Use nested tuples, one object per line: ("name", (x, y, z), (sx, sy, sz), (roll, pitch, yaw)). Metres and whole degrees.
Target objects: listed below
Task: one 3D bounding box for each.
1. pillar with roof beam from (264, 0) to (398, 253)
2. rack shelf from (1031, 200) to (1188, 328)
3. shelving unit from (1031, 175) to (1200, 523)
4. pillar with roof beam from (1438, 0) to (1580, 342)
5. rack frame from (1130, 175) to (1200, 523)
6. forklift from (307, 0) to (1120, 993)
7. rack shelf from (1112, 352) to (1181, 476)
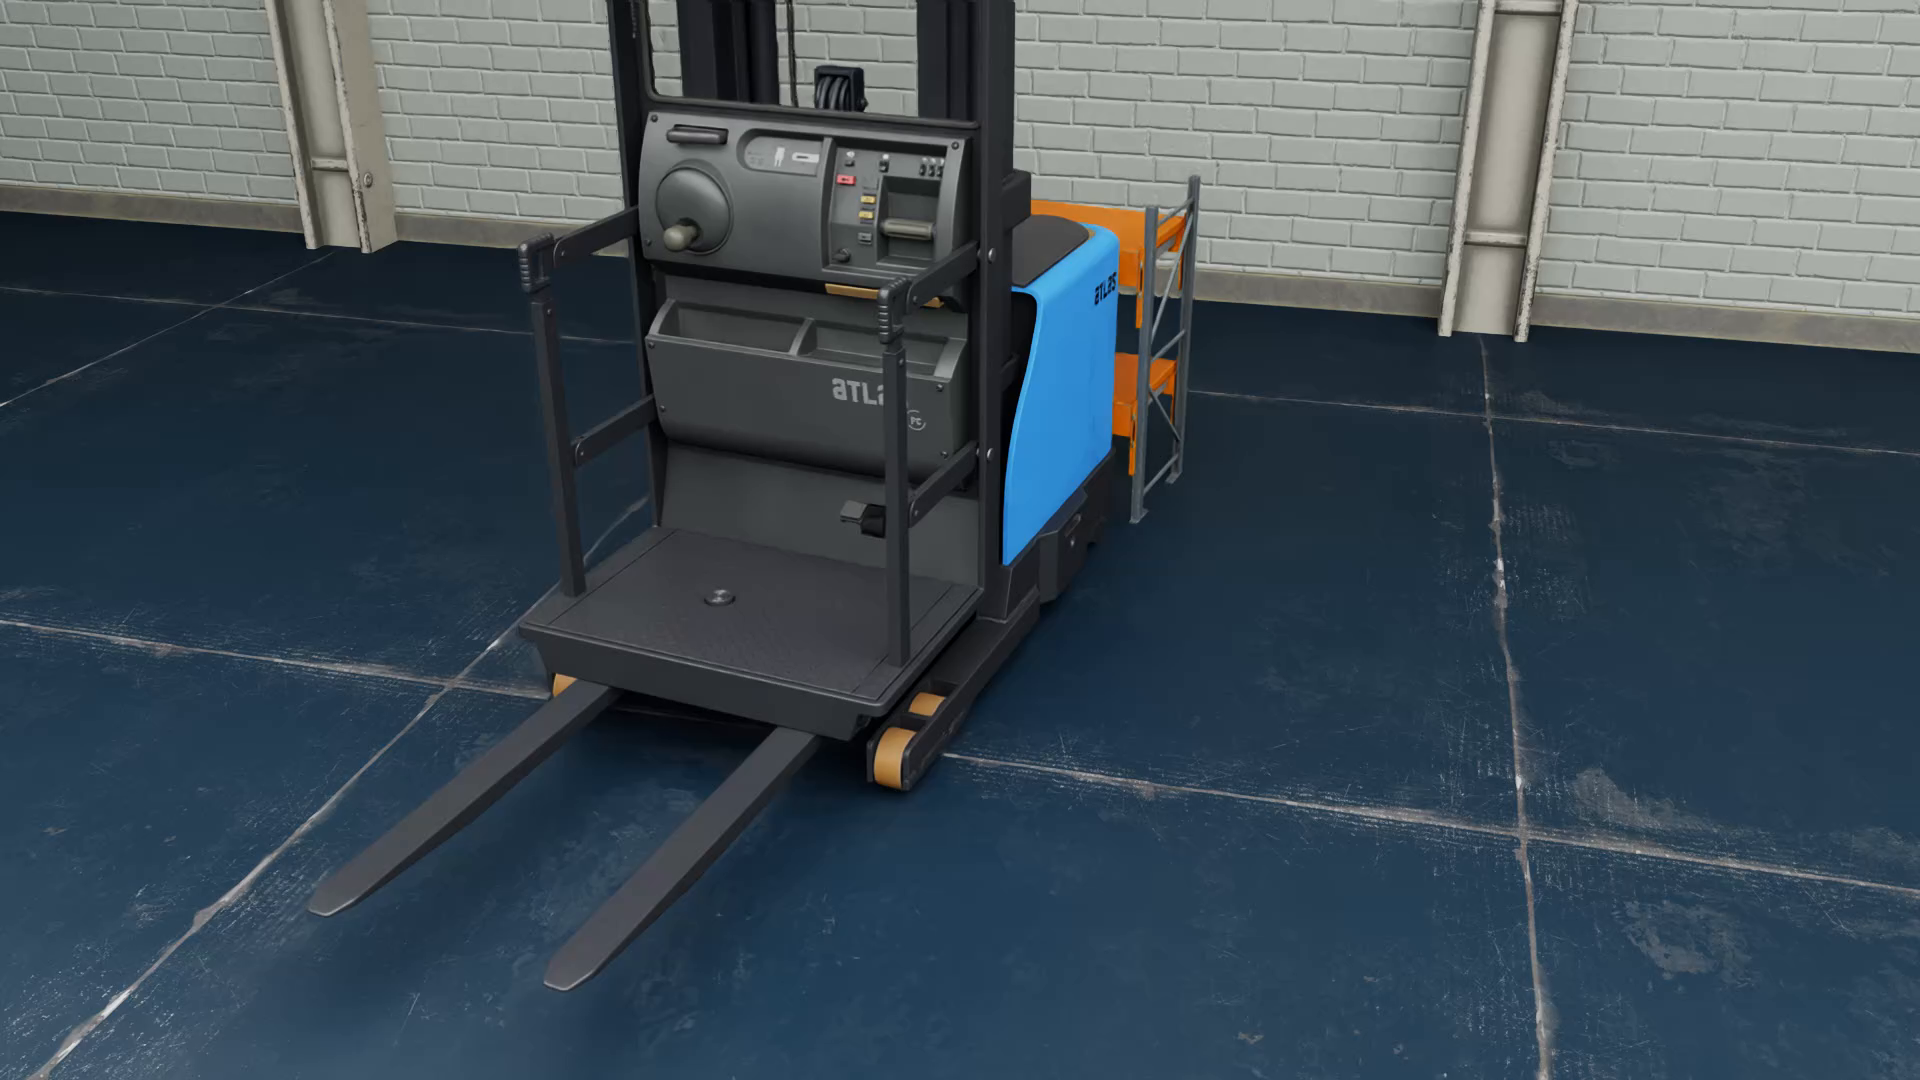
("pillar with roof beam", (-4.423, -3.910, 3.495), (0.400, 9.000, 9.100), (6, 26, 13))
("rack shelf", (0.260, -1.025, 5.913), (1.000, 0.278, 0.538), (11, 28, 22))
("shelving unit", (0.260, -0.760, 6.039), (1.048, 1.125, 0.538), (11, 28, 22))
("pillar with roof beam", (1.388, -3.268, 2.145), (0.400, 9.000, 9.100), (6, 26, 13))
("rack frame", (0.721, -0.669, 5.846), (0.032, 1.125, 0.500), (11, 28, 22))
("forklift", (-0.507, -0.873, 4.173), (1.130, 2.935, 3.031), (10, 27, 21))
("rack shelf", (0.260, -0.540, 6.144), (1.000, 0.278, 0.538), (11, 28, 22))
